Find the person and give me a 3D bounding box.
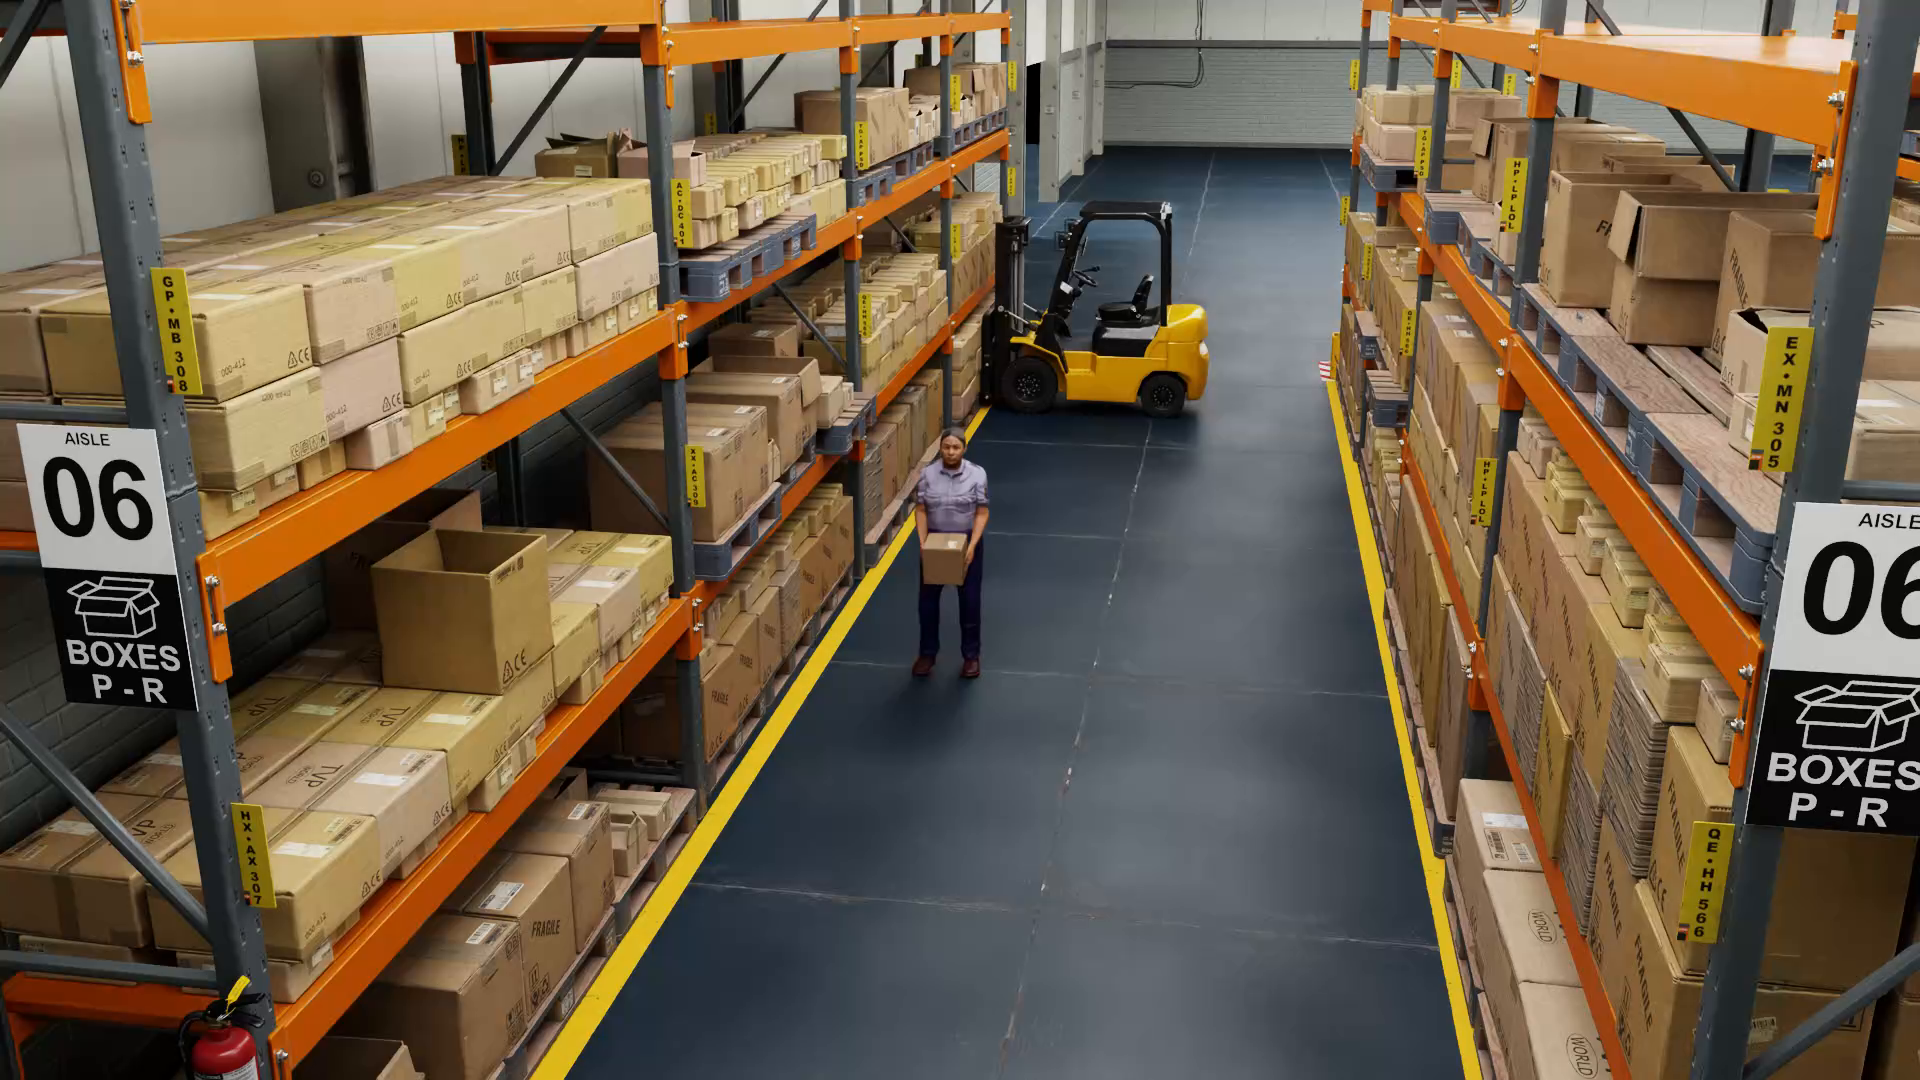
[{"bbox_3d":[-0.051,0.069,10.853,0.562,1.653,0.360,2,18,6],"label":"person"}]
